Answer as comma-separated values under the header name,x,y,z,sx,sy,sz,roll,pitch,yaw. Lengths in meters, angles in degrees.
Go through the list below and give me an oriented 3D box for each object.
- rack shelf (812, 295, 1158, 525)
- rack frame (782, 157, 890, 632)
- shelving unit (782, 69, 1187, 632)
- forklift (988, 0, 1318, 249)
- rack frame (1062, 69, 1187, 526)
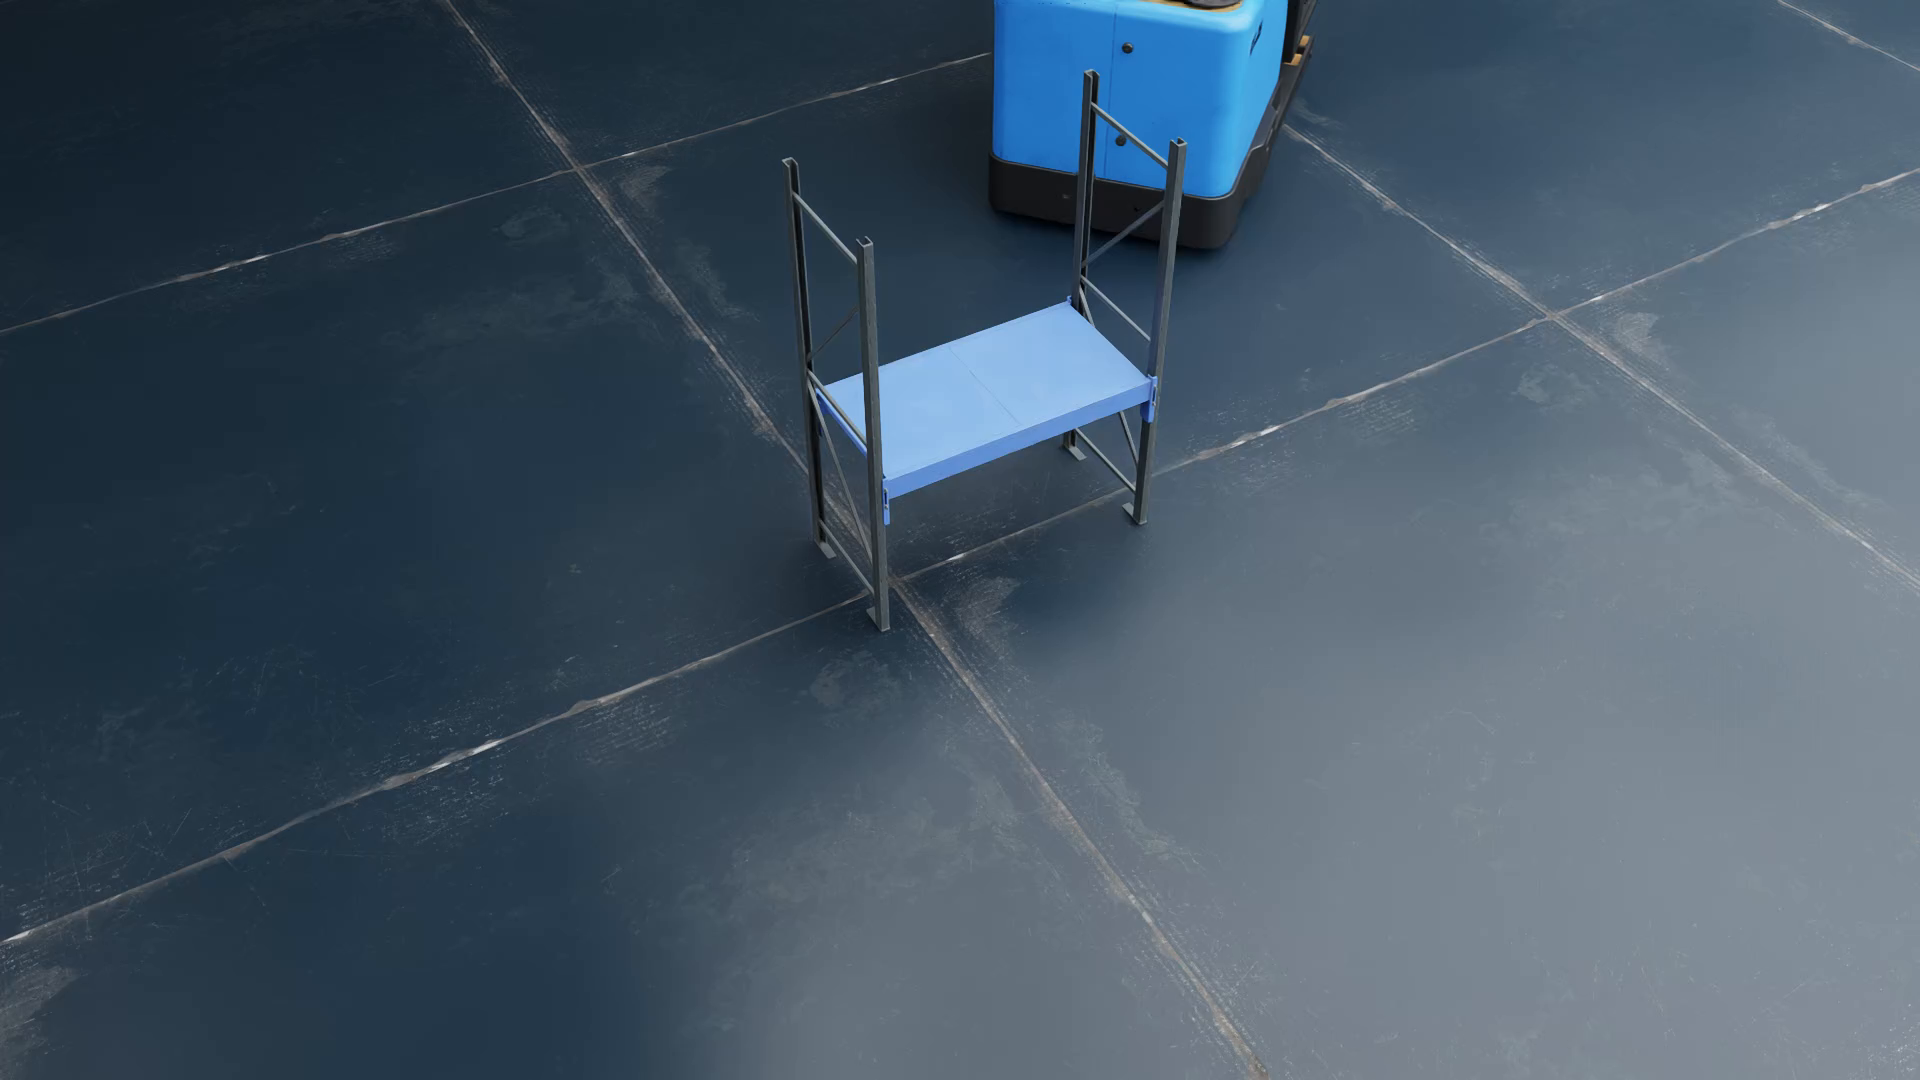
name,x,y,z,sx,sy,sz,roll,pitch,yaw
rack shelf,0.074,-0.439,5.383,1.000,0.185,0.538,-22,48,-21
rack frame,-0.367,-0.391,5.076,0.032,1.500,0.500,-22,48,-21
shelving unit,0.074,-0.568,5.258,1.048,1.500,0.538,-22,48,-21
forklift,1.087,-3.300,7.045,1.130,2.935,3.031,14,46,14
rack frame,0.515,-0.744,5.440,0.032,1.500,0.500,-22,48,-21
